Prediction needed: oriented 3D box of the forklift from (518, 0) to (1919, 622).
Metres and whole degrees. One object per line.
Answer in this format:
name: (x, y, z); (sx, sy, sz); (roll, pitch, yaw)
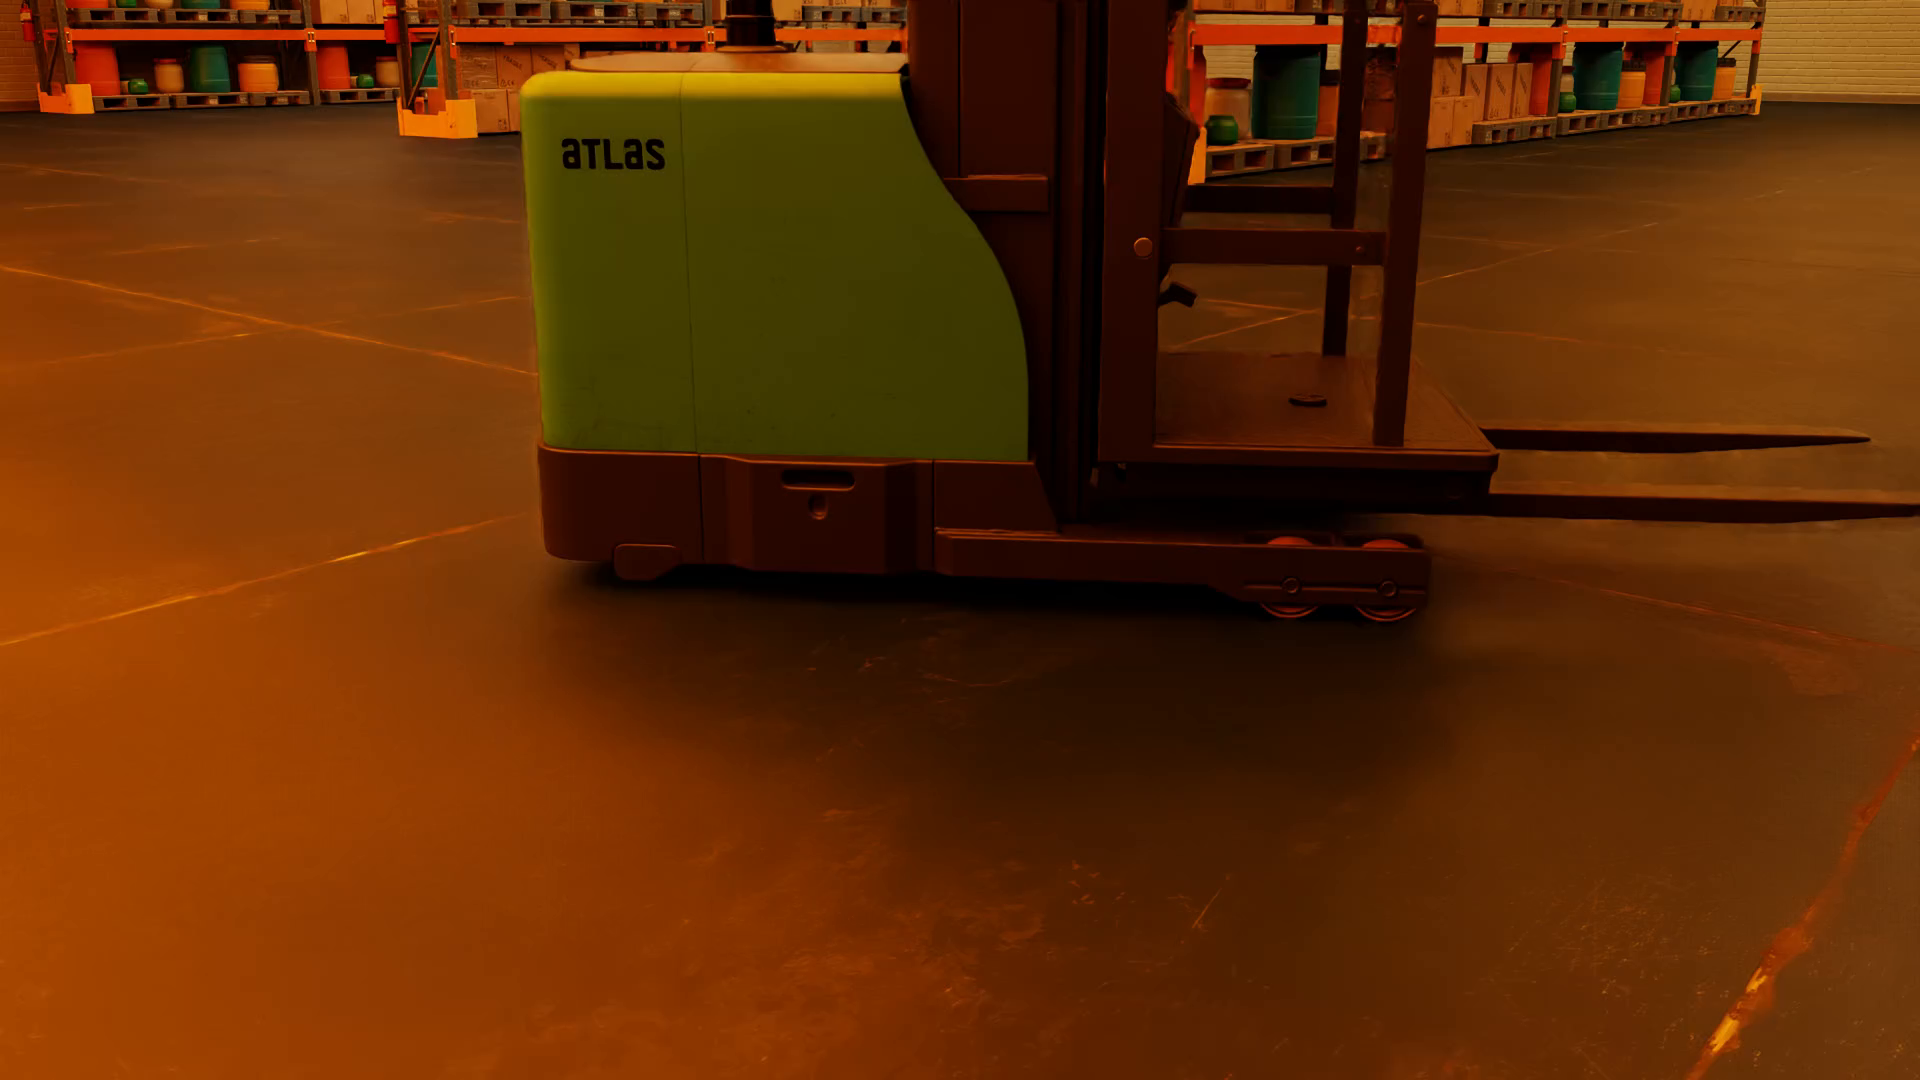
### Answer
forklift: (0.643, -1.398, 3.501); (3.031, 2.935, 1.130); (2, 17, 6)
